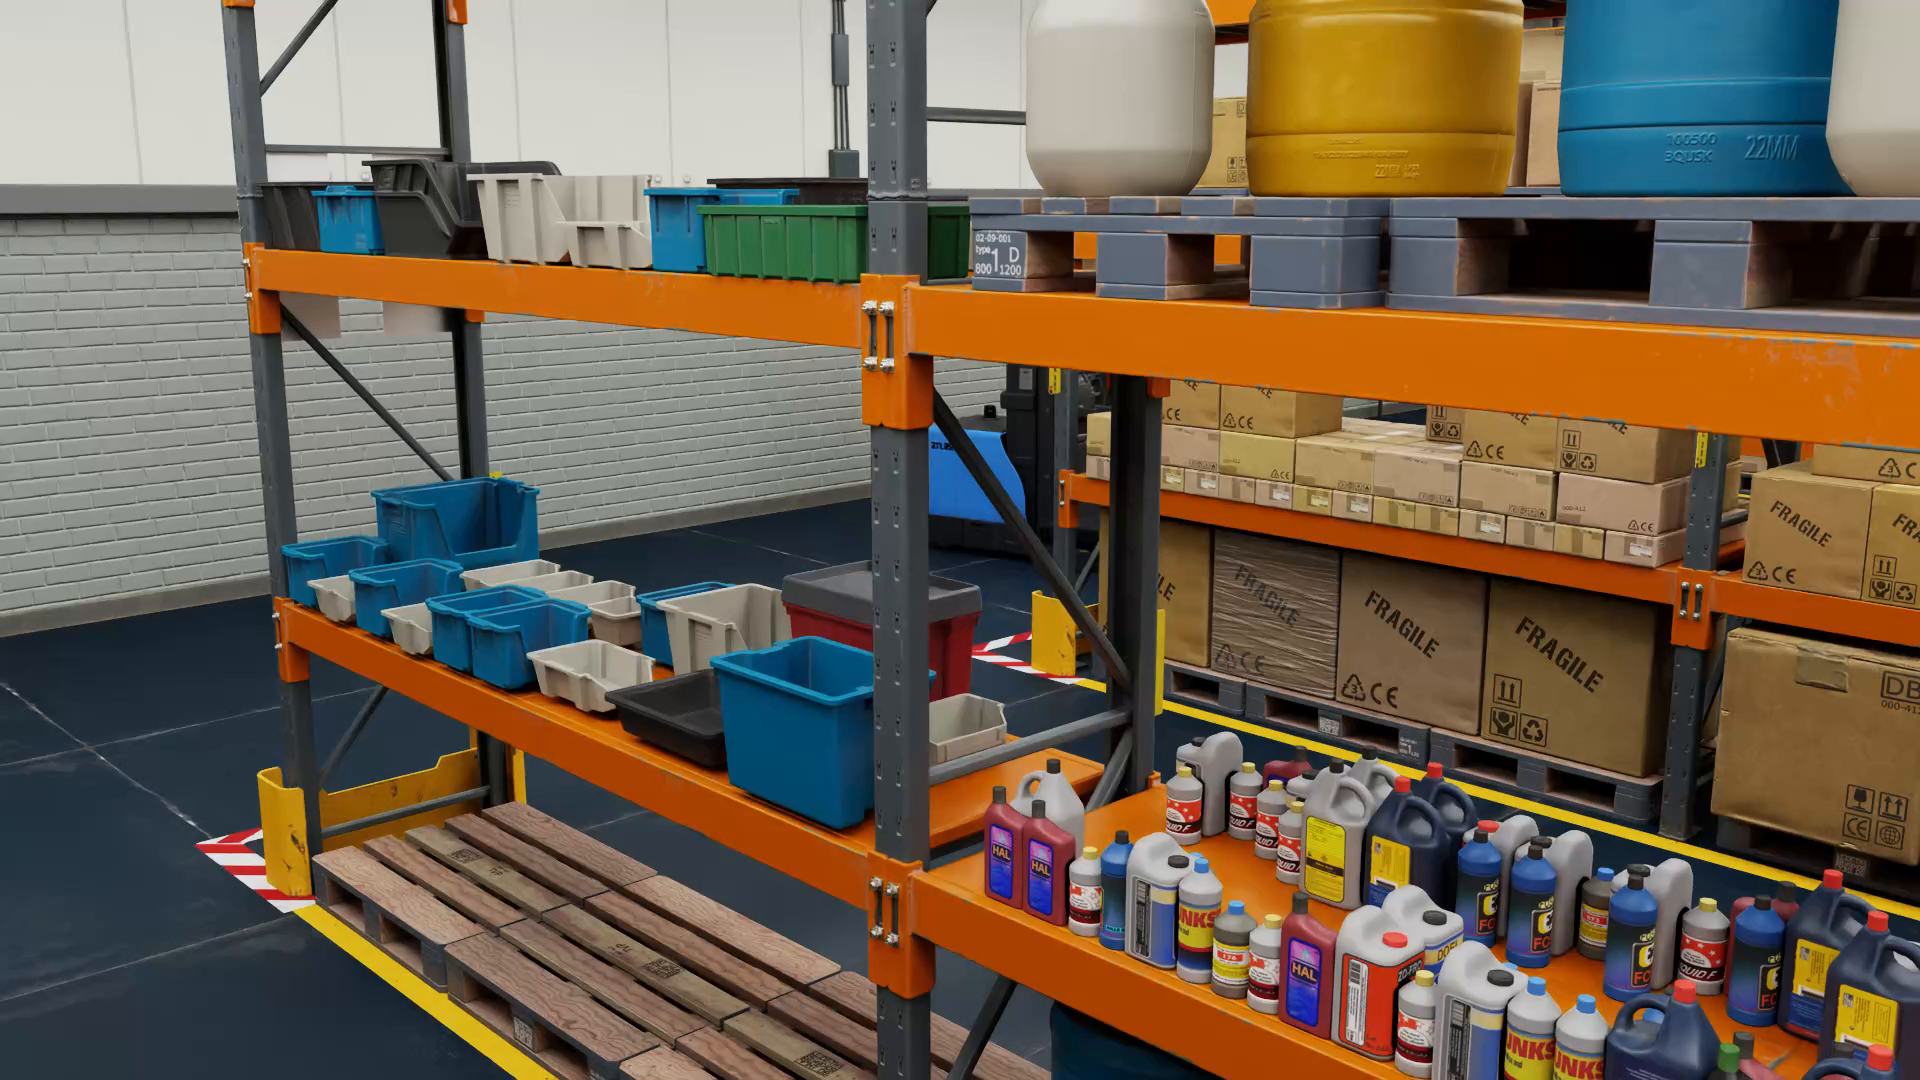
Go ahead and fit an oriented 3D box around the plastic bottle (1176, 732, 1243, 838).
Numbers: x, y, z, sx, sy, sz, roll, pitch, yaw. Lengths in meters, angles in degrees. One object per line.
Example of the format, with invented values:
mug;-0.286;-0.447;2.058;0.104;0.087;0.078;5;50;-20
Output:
plastic bottle;0.684;0.658;4.590;0.152;0.276;0.135;-11;16;-43

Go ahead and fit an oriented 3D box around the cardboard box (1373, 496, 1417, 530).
cardboard box;2.425;-0.168;8.918;0.380;0.149;0.250;-11;16;-43

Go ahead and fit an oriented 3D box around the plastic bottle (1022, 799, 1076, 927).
plastic bottle;0.214;0.775;4.007;0.061;0.283;0.133;-11;16;-43

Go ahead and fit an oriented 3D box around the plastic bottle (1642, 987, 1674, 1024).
plastic bottle;1.320;0.967;3.104;0.097;0.271;0.097;0;12;0

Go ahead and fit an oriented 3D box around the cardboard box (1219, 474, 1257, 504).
cardboard box;1.715;-0.318;9.646;0.380;0.149;0.250;-11;16;-44

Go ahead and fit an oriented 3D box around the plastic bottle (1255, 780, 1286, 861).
plastic bottle;0.832;0.736;4.399;0.097;0.201;0.097;0;12;0

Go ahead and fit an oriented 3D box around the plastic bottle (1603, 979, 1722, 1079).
plastic bottle;1.263;0.951;2.984;0.144;0.351;0.185;-11;16;-43

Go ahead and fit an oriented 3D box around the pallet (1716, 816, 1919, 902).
pallet;4.347;1.363;7.774;1.003;0.211;1.213;-11;16;-43

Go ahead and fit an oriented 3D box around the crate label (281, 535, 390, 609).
crate label;-2.652;0.136;7.085;0.416;0.233;0.303;-11;16;-43

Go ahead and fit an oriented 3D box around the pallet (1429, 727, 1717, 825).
pallet;3.291;1.139;8.861;1.003;0.211;1.213;-11;16;-43

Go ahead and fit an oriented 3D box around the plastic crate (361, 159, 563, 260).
plastic crate;-1.728;-1.176;5.907;0.504;0.338;0.767;-11;16;-43

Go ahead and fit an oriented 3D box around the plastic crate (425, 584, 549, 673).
plastic crate;-1.743;0.328;6.152;0.416;0.233;0.300;-11;16;-43

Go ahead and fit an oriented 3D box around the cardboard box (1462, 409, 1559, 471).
cardboard box;2.906;-0.648;8.400;0.500;0.500;0.500;-11;16;-42

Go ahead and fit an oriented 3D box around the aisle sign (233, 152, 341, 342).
aisle sign;-2.849;-1.241;7.060;0.394;0.787;0.004;-11;16;-43

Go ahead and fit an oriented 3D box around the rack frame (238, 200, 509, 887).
rack frame;-2.585;0.001;7.472;1.000;3.000;0.127;-11;16;-43

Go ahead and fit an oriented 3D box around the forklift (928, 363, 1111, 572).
forklift;1.202;-1.289;13.902;3.031;2.935;1.130;7;14;32

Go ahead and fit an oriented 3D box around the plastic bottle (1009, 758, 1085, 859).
plastic bottle;0.214;0.712;4.146;0.144;0.351;0.185;-11;16;-43

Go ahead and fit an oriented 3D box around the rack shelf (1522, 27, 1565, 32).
rack shelf;6.036;-3.658;12.156;1.077;0.370;4.000;-11;16;-43

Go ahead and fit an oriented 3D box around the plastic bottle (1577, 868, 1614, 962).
plastic bottle;1.477;0.854;3.823;0.097;0.201;0.097;0;12;0

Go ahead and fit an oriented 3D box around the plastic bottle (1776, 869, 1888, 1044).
plastic bottle;1.810;0.858;3.433;0.144;0.351;0.185;-11;16;-43

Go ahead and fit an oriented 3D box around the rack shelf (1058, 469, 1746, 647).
rack shelf;2.379;-0.045;9.478;1.077;0.370;4.000;-11;16;-43

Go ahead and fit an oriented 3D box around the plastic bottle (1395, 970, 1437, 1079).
plastic bottle;0.922;0.959;3.316;0.097;0.201;0.097;0;12;0

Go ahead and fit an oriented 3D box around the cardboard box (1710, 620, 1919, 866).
cardboard box;4.216;0.820;7.721;1.225;0.875;0.875;-11;16;-42

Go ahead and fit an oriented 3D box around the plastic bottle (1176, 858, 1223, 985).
plastic bottle;0.535;0.843;3.706;0.097;0.271;0.097;0;12;0

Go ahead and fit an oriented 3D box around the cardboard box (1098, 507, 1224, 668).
cardboard box;1.497;0.228;10.595;0.875;0.875;0.875;-11;16;-43

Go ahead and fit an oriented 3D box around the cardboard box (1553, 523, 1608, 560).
cardboard box;3.134;-0.019;8.191;0.380;0.149;0.250;-10;16;-41

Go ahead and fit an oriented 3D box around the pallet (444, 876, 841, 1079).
pallet;-1.205;1.671;6.279;1.003;0.211;1.213;-11;16;-43

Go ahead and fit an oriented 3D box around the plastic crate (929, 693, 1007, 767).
plastic crate;-0.040;0.597;5.085;0.396;0.136;0.243;-11;16;-43

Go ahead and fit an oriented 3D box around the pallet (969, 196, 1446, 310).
pallet;0.790;-0.691;3.866;1.213;0.211;1.003;-11;16;-43

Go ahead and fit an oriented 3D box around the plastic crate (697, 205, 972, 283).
plastic crate;-0.333;-0.800;4.453;0.450;0.188;0.662;-11;16;-43

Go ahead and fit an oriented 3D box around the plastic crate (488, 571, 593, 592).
plastic crate;-1.701;0.239;6.822;0.396;0.136;0.243;-11;16;-43

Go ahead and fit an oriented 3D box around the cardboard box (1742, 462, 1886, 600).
cardboard box;3.897;-0.052;7.483;0.500;0.500;0.500;-11;16;-42

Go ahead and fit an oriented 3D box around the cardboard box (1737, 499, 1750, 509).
cardboard box;6.067;-0.227;13.132;0.250;0.149;0.380;11;16;43

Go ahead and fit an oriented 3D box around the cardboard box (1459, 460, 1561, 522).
cardboard box;2.906;-0.280;8.474;0.500;0.250;0.500;-10;15;-41

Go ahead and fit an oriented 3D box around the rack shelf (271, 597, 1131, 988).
rack shelf;-1.203;0.645;6.128;1.077;0.370;4.000;-11;16;-43

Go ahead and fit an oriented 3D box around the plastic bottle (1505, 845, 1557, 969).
plastic bottle;1.300;0.827;3.782;0.097;0.271;0.097;0;12;0

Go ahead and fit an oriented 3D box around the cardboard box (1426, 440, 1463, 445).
cardboard box;2.923;-0.431;9.202;0.500;0.250;0.500;-10;16;-41

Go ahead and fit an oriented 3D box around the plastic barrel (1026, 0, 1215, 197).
plastic barrel;0.360;-1.045;3.737;0.433;0.535;0.433;0;12;0

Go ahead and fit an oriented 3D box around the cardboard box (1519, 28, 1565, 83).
cardboard box;3.115;-2.383;8.218;0.500;0.250;0.500;10;16;41

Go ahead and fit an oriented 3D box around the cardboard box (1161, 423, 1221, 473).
cardboard box;1.498;-0.579;9.921;0.500;0.250;0.500;-11;16;-43

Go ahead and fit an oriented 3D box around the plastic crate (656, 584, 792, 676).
plastic crate;-0.744;0.365;5.851;0.437;0.282;0.530;-11;16;-43

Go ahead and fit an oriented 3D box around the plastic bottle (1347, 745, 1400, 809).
plastic bottle;1.049;0.698;4.214;0.144;0.351;0.185;-11;16;-43

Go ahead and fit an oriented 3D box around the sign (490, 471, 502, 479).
sign;-2.198;-0.158;7.839;0.100;0.325;0.005;-11;16;-43
